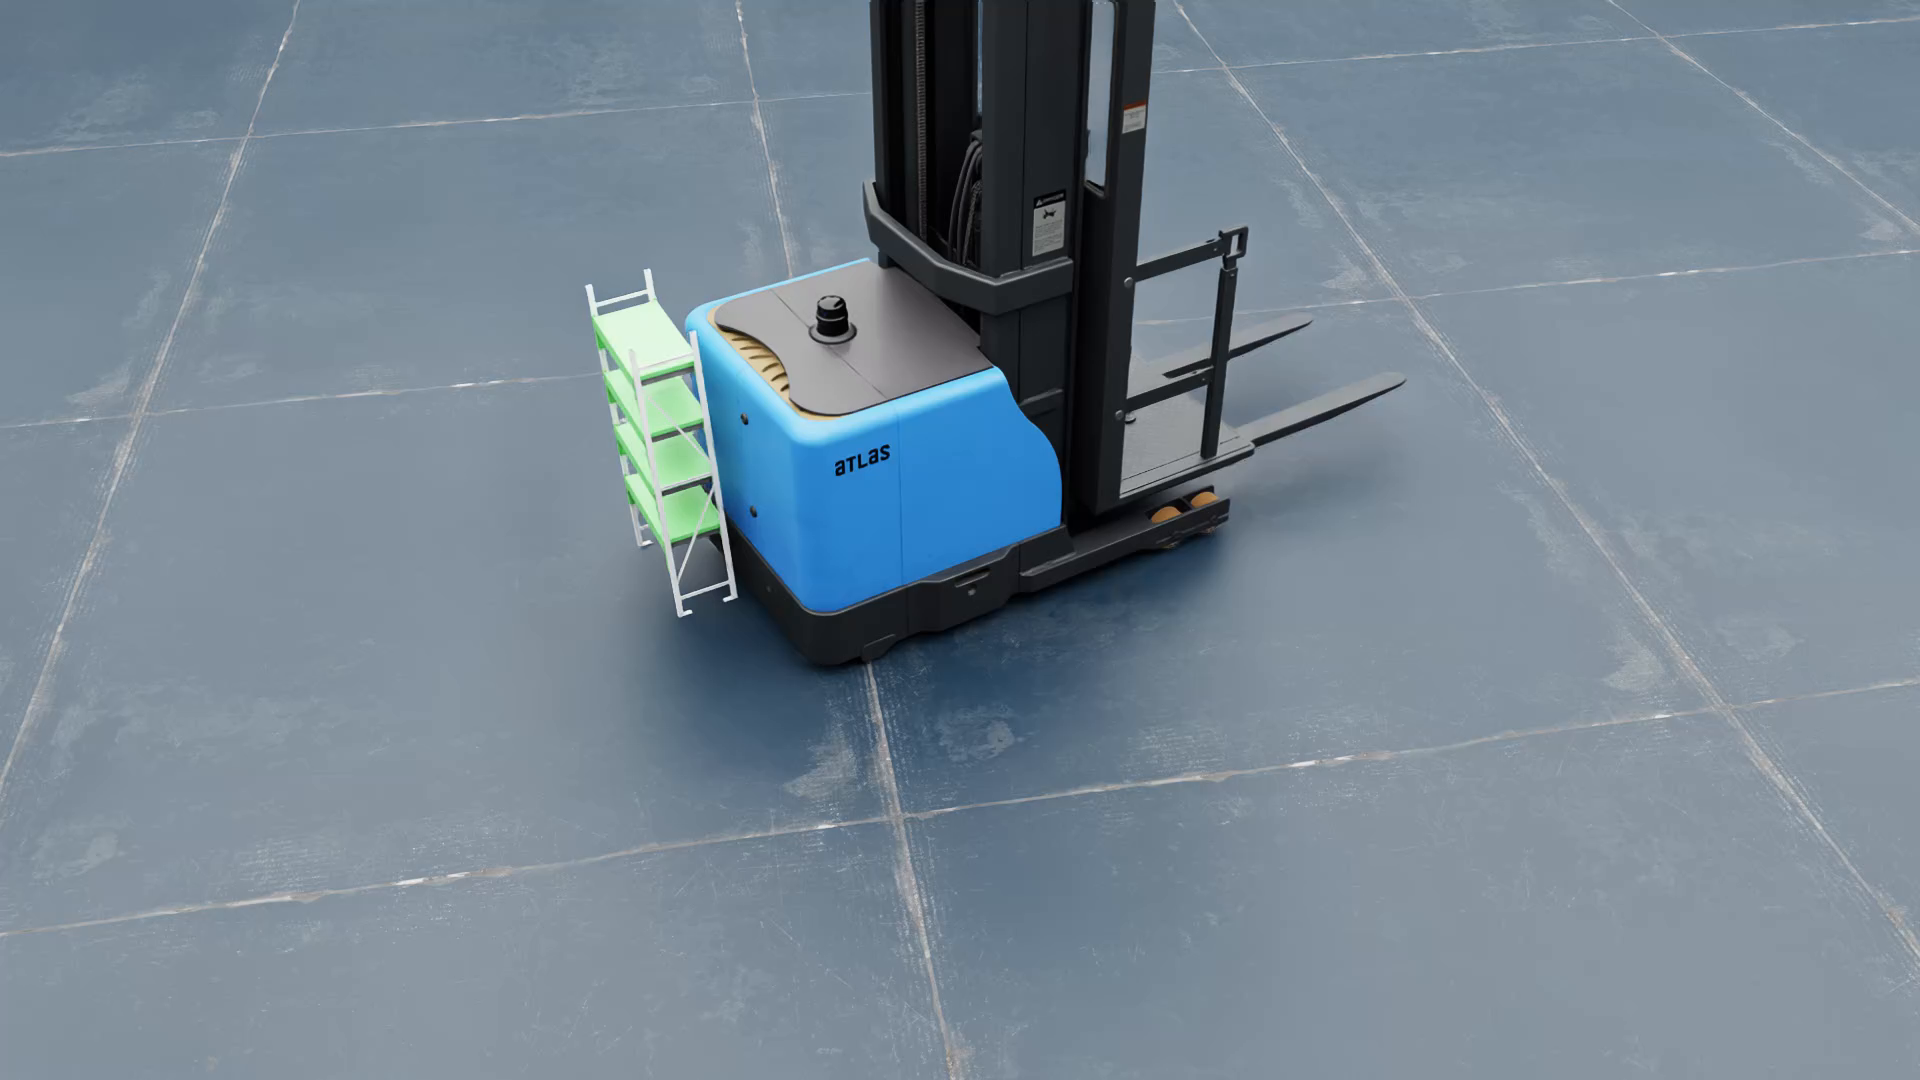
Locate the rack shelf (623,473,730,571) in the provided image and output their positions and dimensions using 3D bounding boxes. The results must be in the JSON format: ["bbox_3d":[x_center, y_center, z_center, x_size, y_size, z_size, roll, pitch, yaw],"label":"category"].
[{"bbox_3d":[-1.093,-0.108,6.397,0.258,0.148,0.480,-19,42,-19],"label":"rack shelf"}]

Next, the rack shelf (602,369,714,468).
[{"bbox_3d":[-1.109,-0.481,6.096,0.258,0.148,0.480,-19,42,-19],"label":"rack shelf"}]

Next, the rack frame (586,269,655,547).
[{"bbox_3d":[-1.213,-0.478,6.379,0.240,1.200,0.015,-19,42,-19],"label":"rack frame"}]

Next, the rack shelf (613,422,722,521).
[{"bbox_3d":[-1.101,-0.294,6.247,0.258,0.148,0.480,-19,42,-19],"label":"rack shelf"}]

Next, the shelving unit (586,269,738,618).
[{"bbox_3d":[-1.103,-0.344,6.207,0.258,1.200,0.503,-19,42,-19],"label":"shelving unit"}]

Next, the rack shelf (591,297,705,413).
[{"bbox_3d":[-1.117,-0.668,5.946,0.258,0.148,0.480,-19,42,-19],"label":"rack shelf"}]

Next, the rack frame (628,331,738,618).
[{"bbox_3d":[-0.993,-0.211,6.035,0.240,1.200,0.015,-19,42,-19],"label":"rack frame"}]

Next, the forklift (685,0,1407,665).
[{"bbox_3d":[0.500,-1.380,6.137,3.031,2.935,1.130,-21,42,-24],"label":"forklift"}]
